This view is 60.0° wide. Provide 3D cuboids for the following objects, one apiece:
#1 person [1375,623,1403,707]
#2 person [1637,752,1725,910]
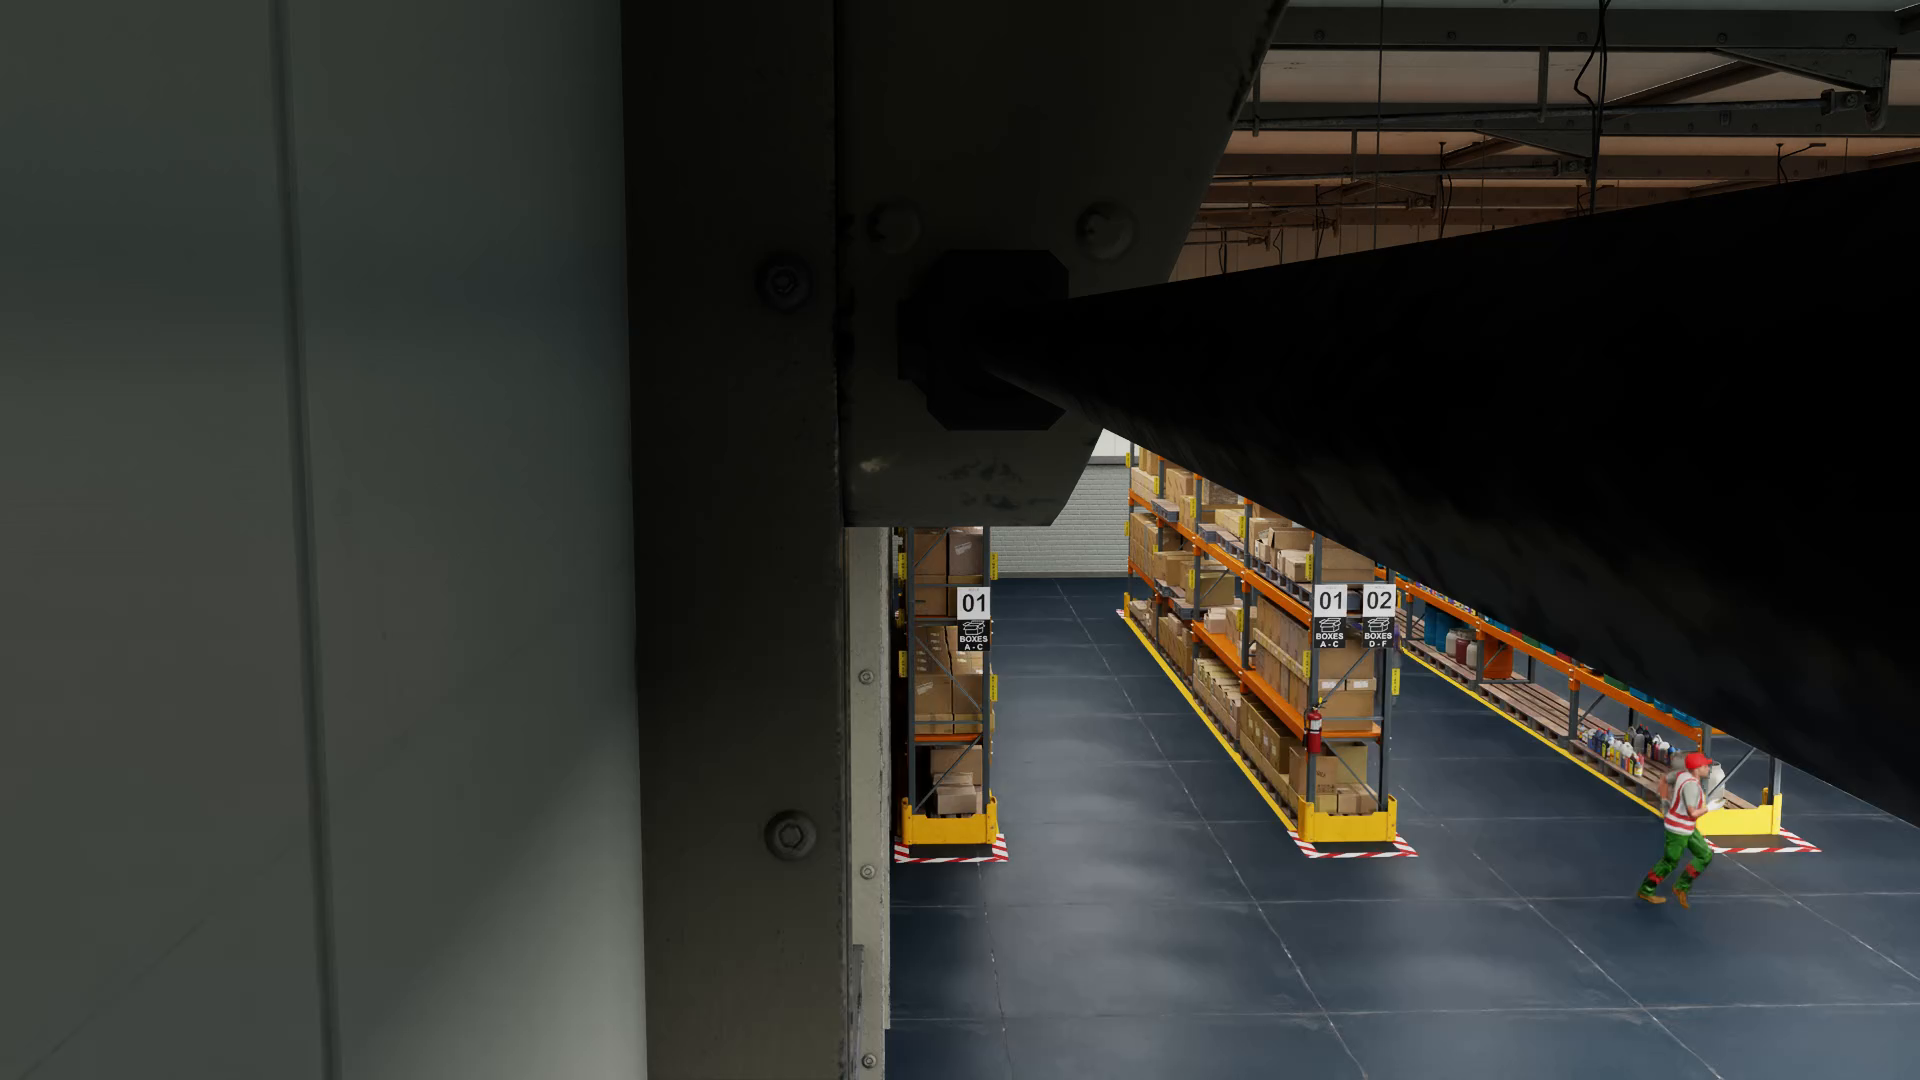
[{"bbox_3d":[7.167,1.968,27.758,0.544,1.664,0.688,-1,7,-9],"label":"person"},{"bbox_3d":[7.813,3.156,18.010,0.829,1.784,0.620,4,8,27],"label":"person"}]
